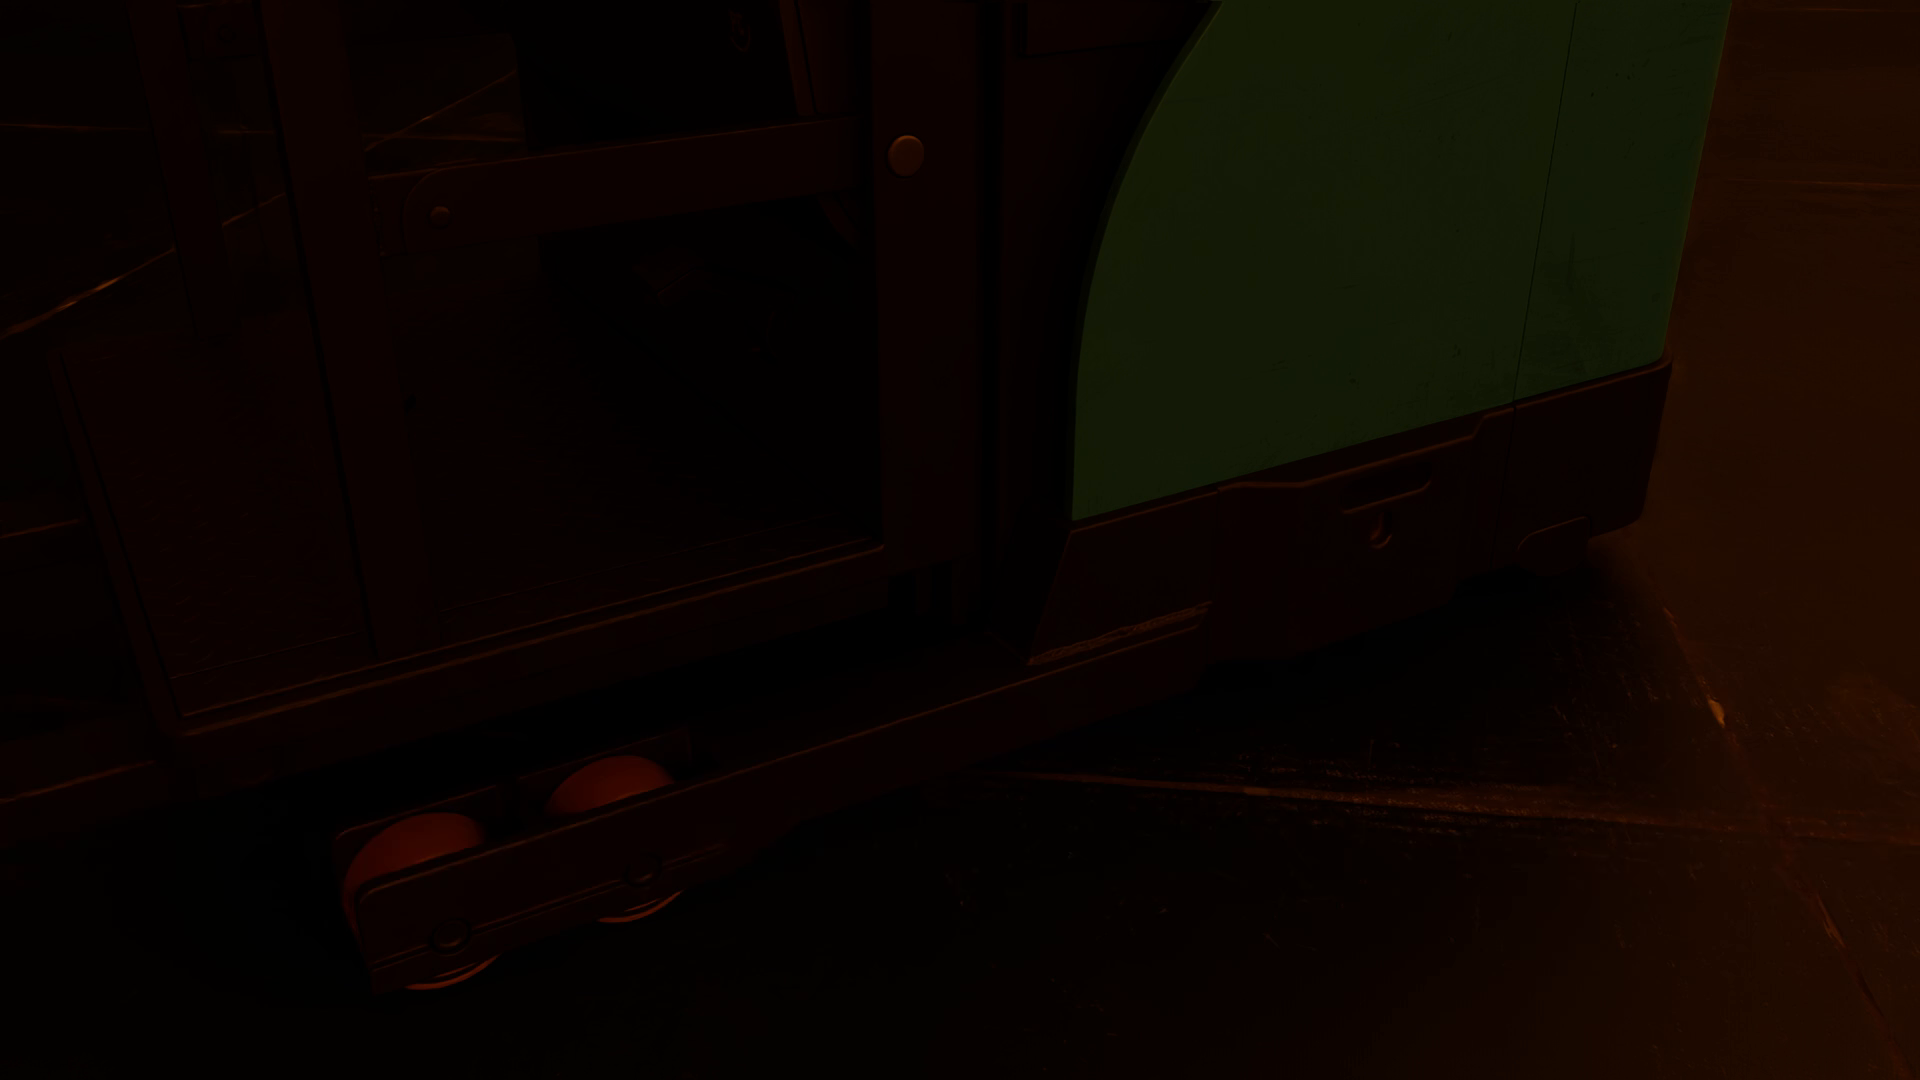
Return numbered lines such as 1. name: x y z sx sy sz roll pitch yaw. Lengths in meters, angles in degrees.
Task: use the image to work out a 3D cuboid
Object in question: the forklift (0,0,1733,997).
1. forklift: -0.528 -1.144 1.510 3.031 2.935 1.130 -15 30 -27
